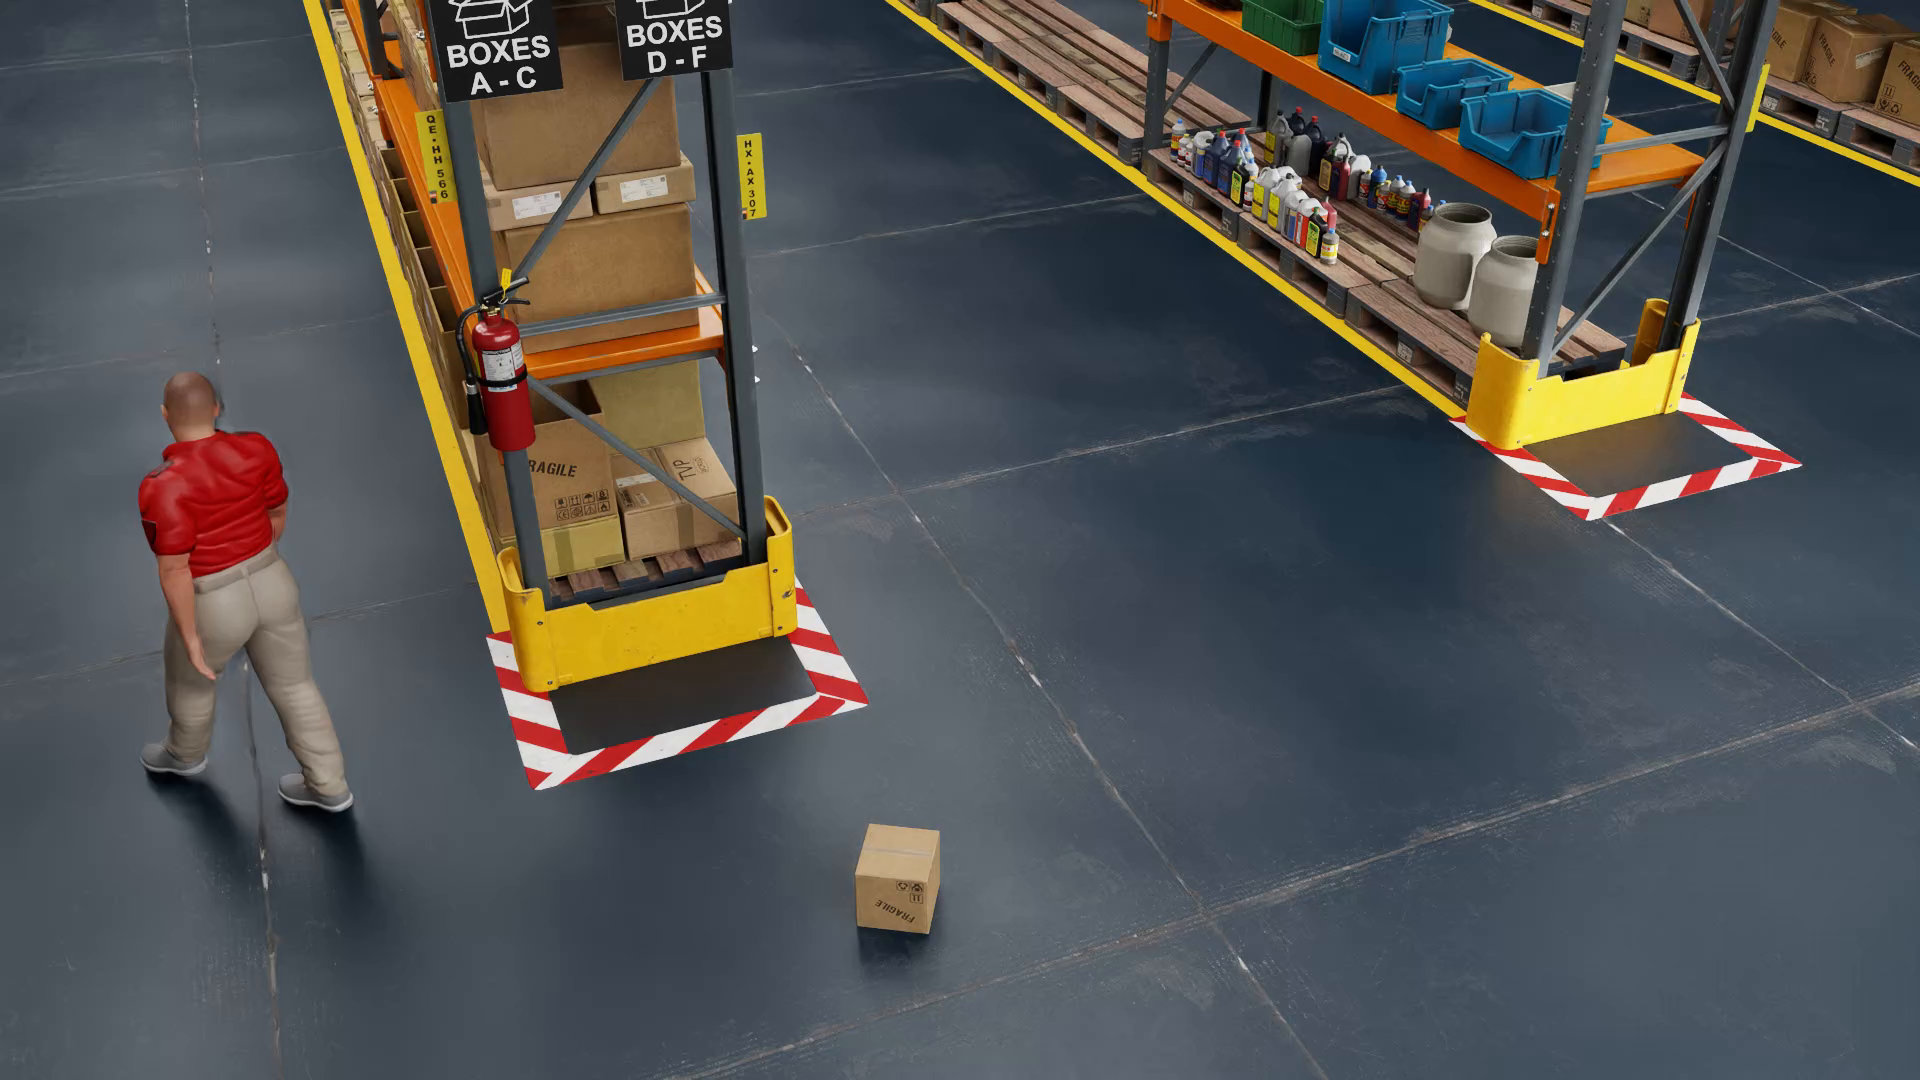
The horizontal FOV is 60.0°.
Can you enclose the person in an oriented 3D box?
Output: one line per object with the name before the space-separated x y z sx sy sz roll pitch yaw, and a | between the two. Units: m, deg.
person | -2.632 0.169 5.890 0.901 1.689 0.589 23 39 30
